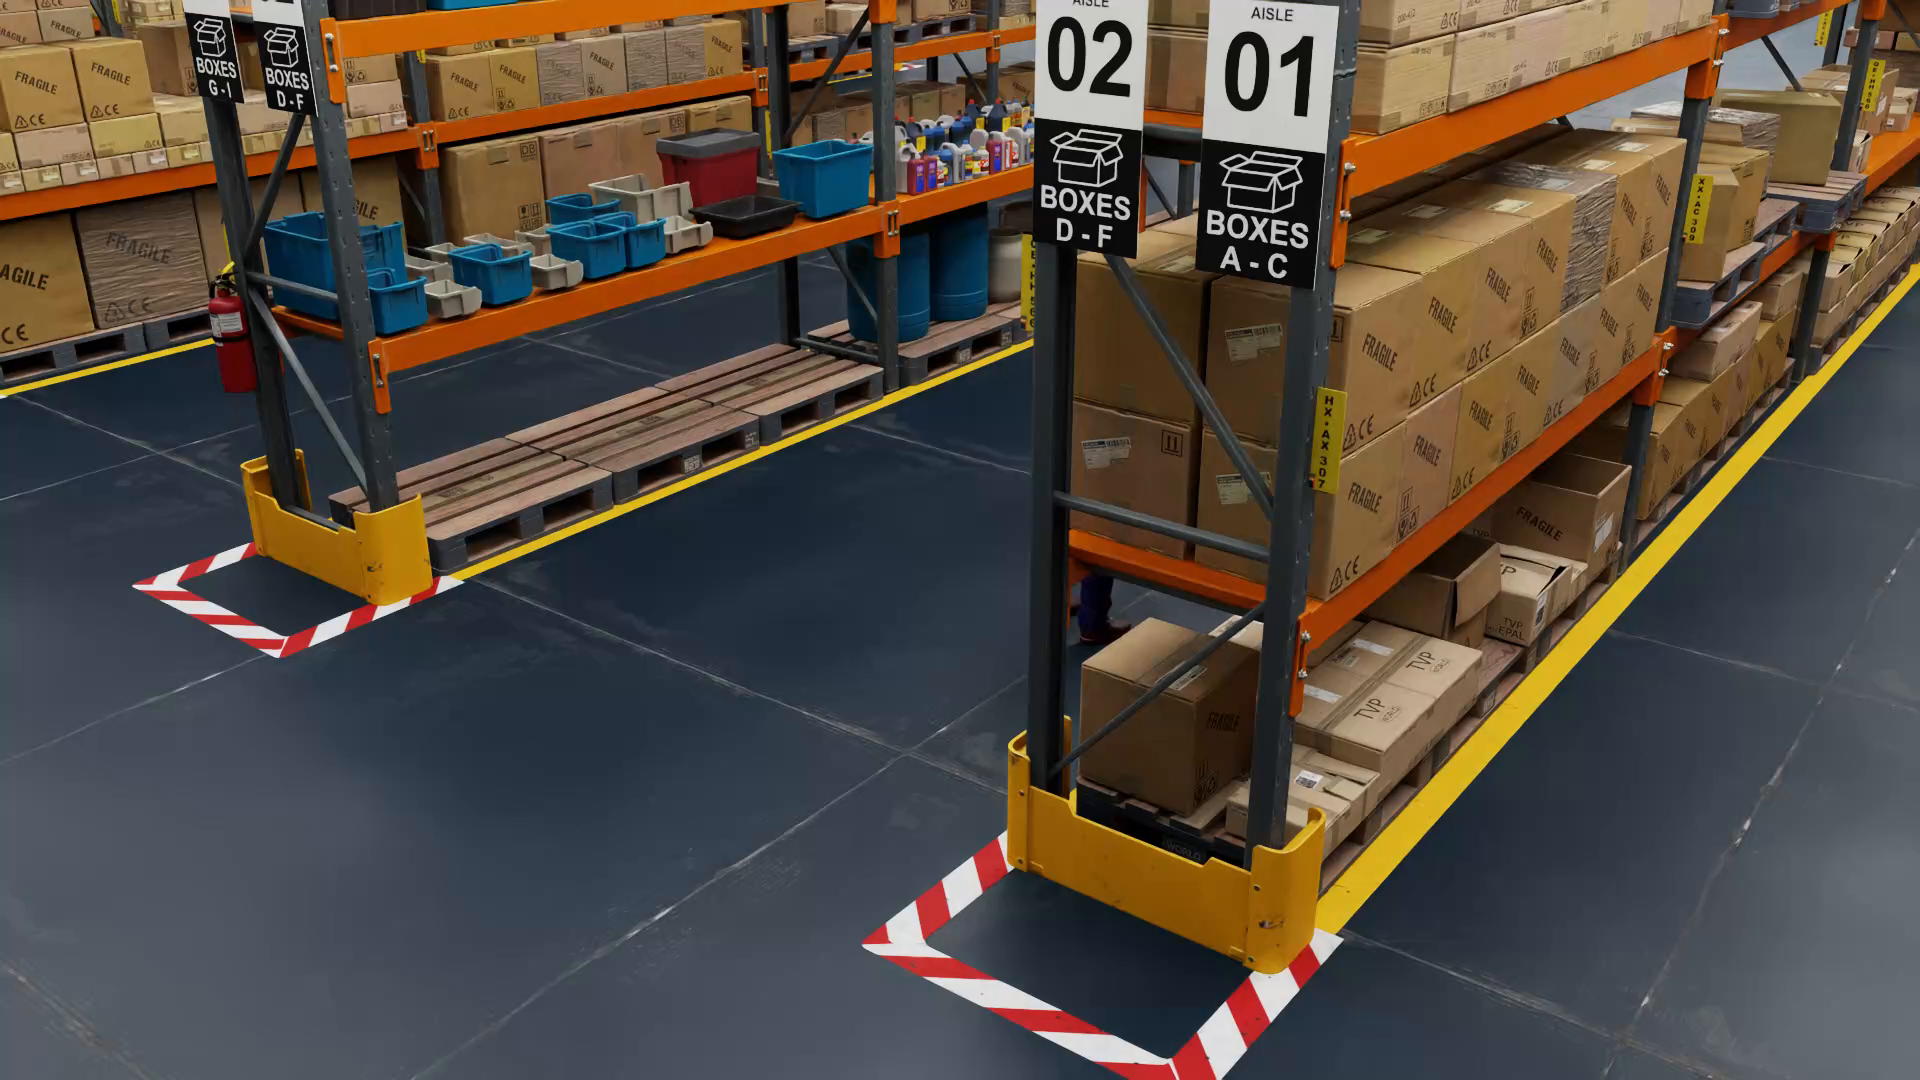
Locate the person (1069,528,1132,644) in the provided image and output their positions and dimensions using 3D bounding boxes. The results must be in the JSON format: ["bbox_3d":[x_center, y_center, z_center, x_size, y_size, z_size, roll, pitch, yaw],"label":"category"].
[{"bbox_3d":[0.600,-0.345,7.890,0.389,1.656,0.506,-20,30,-37],"label":"person"}]
